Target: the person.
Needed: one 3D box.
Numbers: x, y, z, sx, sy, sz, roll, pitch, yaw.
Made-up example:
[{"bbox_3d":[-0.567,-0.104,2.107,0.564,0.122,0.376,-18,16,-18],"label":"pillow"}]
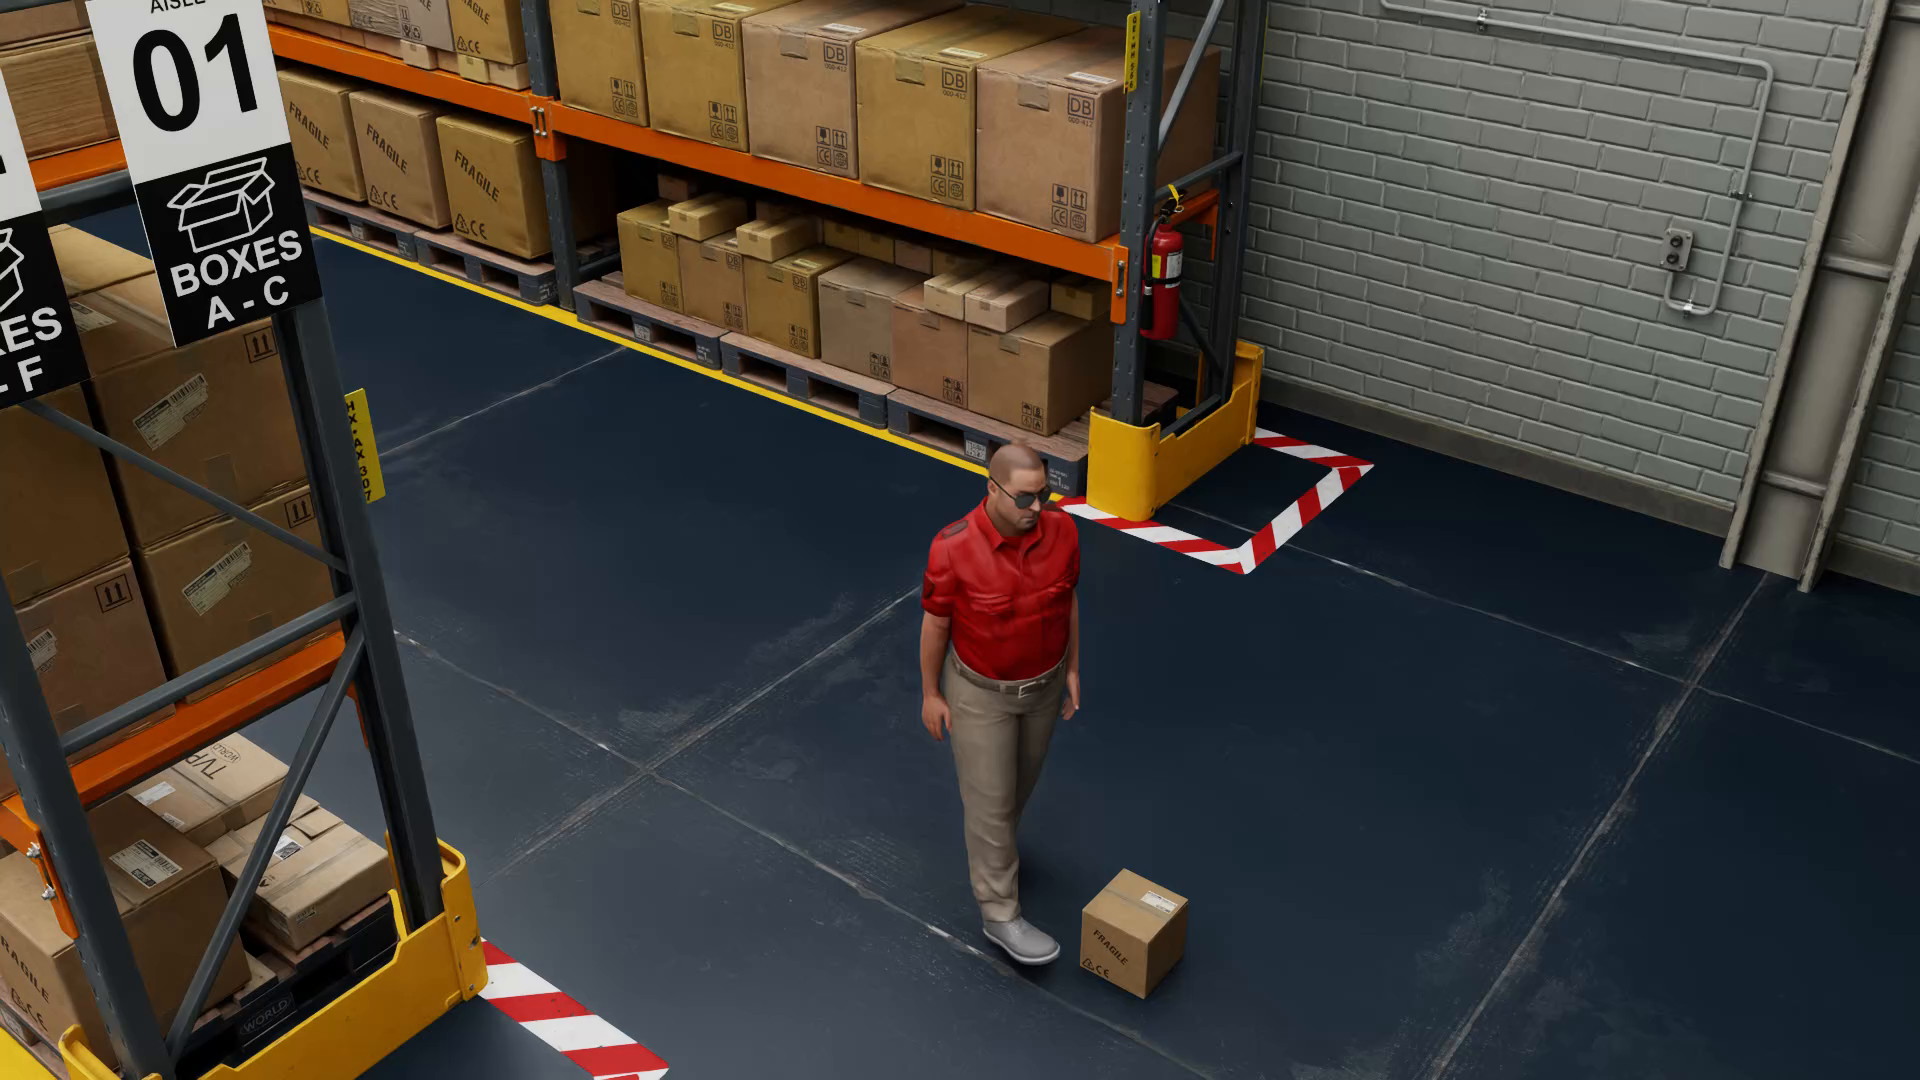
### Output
[{"bbox_3d":[0.201,0.519,5.265,0.540,1.715,0.703,-15,34,-23],"label":"person"}]
